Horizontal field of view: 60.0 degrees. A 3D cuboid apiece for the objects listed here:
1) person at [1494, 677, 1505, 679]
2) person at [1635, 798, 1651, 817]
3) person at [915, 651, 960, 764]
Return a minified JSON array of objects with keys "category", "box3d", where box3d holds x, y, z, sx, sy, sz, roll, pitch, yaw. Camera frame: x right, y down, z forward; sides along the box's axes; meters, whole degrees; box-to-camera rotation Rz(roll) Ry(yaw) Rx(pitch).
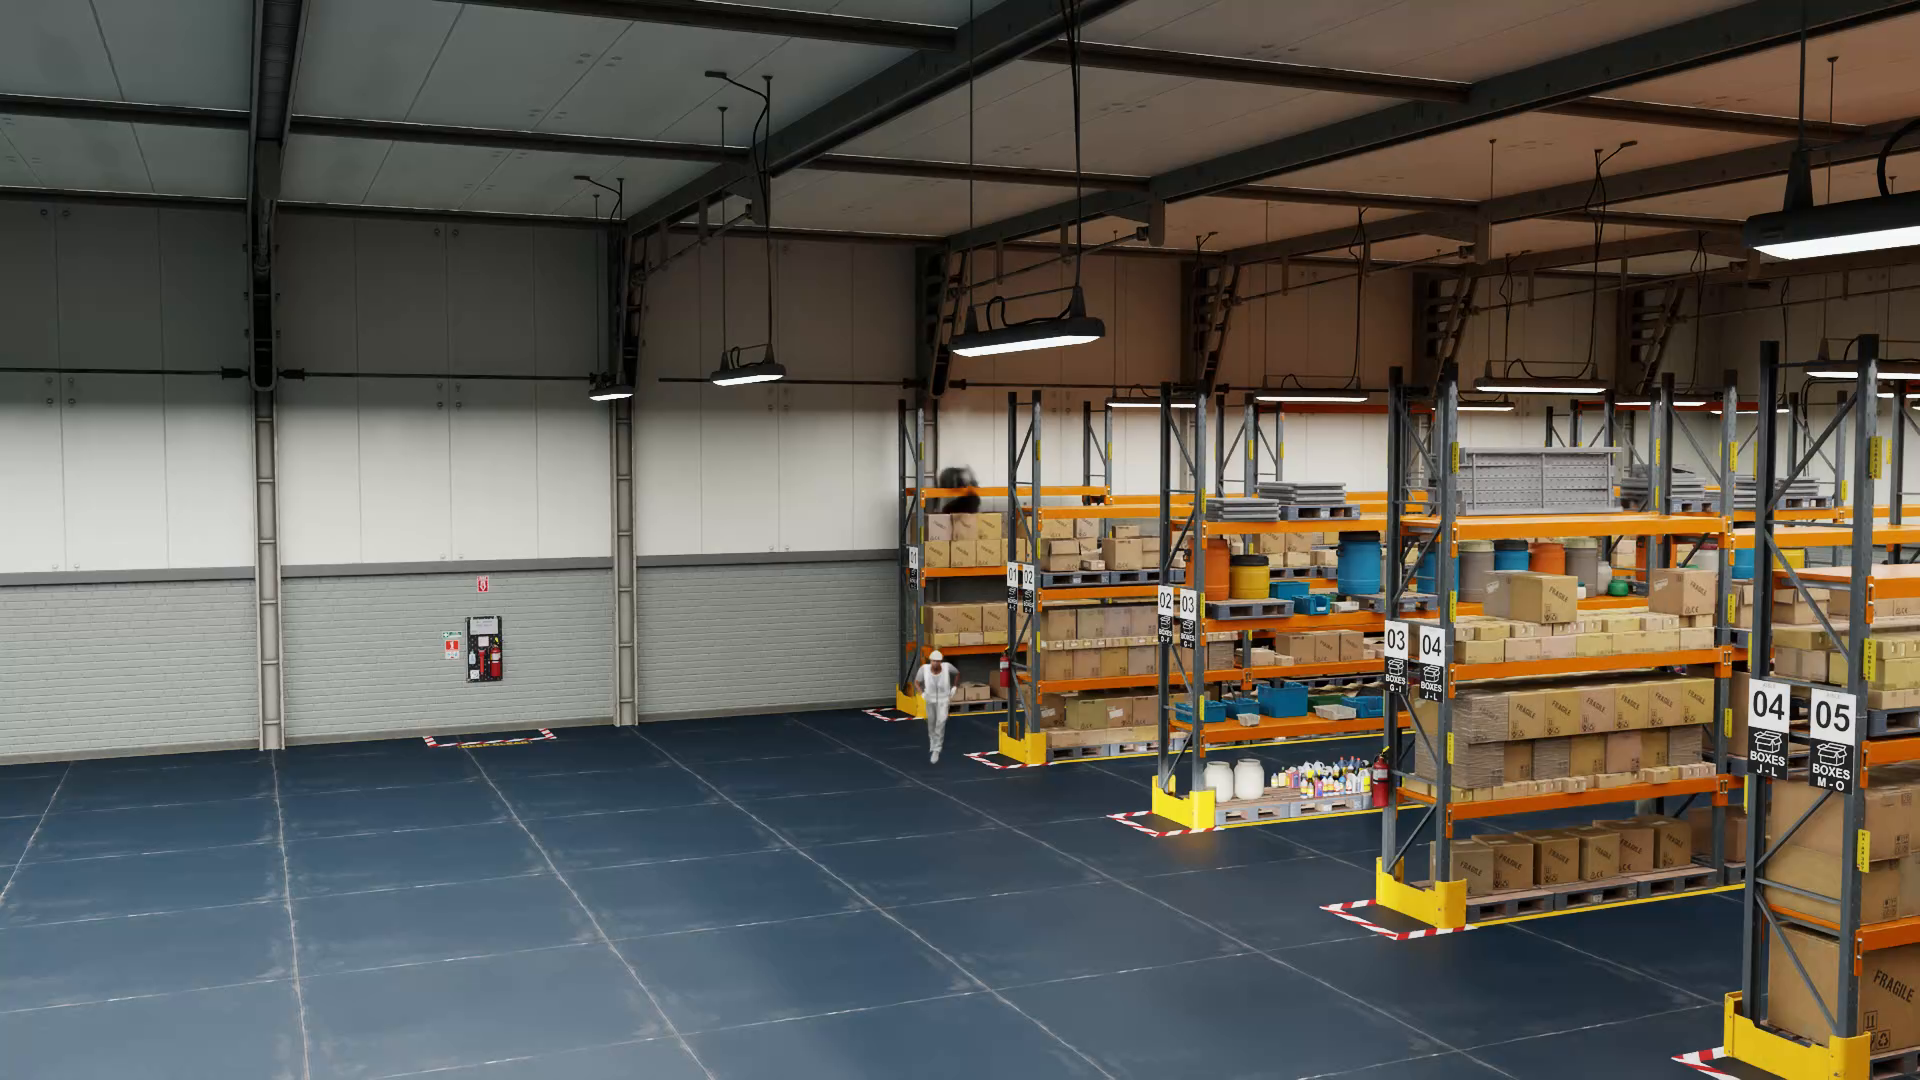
[{"category":"person","box3d":[8.462,2.716,26.587,0.680,1.800,0.631,-2,4,-24]},{"category":"person","box3d":[8.849,3.059,21.511,0.893,1.688,0.604,-2,4,-29]},{"category":"person","box3d":[-0.362,2.578,26.301,0.718,1.749,1.003,0,3,-3]}]
